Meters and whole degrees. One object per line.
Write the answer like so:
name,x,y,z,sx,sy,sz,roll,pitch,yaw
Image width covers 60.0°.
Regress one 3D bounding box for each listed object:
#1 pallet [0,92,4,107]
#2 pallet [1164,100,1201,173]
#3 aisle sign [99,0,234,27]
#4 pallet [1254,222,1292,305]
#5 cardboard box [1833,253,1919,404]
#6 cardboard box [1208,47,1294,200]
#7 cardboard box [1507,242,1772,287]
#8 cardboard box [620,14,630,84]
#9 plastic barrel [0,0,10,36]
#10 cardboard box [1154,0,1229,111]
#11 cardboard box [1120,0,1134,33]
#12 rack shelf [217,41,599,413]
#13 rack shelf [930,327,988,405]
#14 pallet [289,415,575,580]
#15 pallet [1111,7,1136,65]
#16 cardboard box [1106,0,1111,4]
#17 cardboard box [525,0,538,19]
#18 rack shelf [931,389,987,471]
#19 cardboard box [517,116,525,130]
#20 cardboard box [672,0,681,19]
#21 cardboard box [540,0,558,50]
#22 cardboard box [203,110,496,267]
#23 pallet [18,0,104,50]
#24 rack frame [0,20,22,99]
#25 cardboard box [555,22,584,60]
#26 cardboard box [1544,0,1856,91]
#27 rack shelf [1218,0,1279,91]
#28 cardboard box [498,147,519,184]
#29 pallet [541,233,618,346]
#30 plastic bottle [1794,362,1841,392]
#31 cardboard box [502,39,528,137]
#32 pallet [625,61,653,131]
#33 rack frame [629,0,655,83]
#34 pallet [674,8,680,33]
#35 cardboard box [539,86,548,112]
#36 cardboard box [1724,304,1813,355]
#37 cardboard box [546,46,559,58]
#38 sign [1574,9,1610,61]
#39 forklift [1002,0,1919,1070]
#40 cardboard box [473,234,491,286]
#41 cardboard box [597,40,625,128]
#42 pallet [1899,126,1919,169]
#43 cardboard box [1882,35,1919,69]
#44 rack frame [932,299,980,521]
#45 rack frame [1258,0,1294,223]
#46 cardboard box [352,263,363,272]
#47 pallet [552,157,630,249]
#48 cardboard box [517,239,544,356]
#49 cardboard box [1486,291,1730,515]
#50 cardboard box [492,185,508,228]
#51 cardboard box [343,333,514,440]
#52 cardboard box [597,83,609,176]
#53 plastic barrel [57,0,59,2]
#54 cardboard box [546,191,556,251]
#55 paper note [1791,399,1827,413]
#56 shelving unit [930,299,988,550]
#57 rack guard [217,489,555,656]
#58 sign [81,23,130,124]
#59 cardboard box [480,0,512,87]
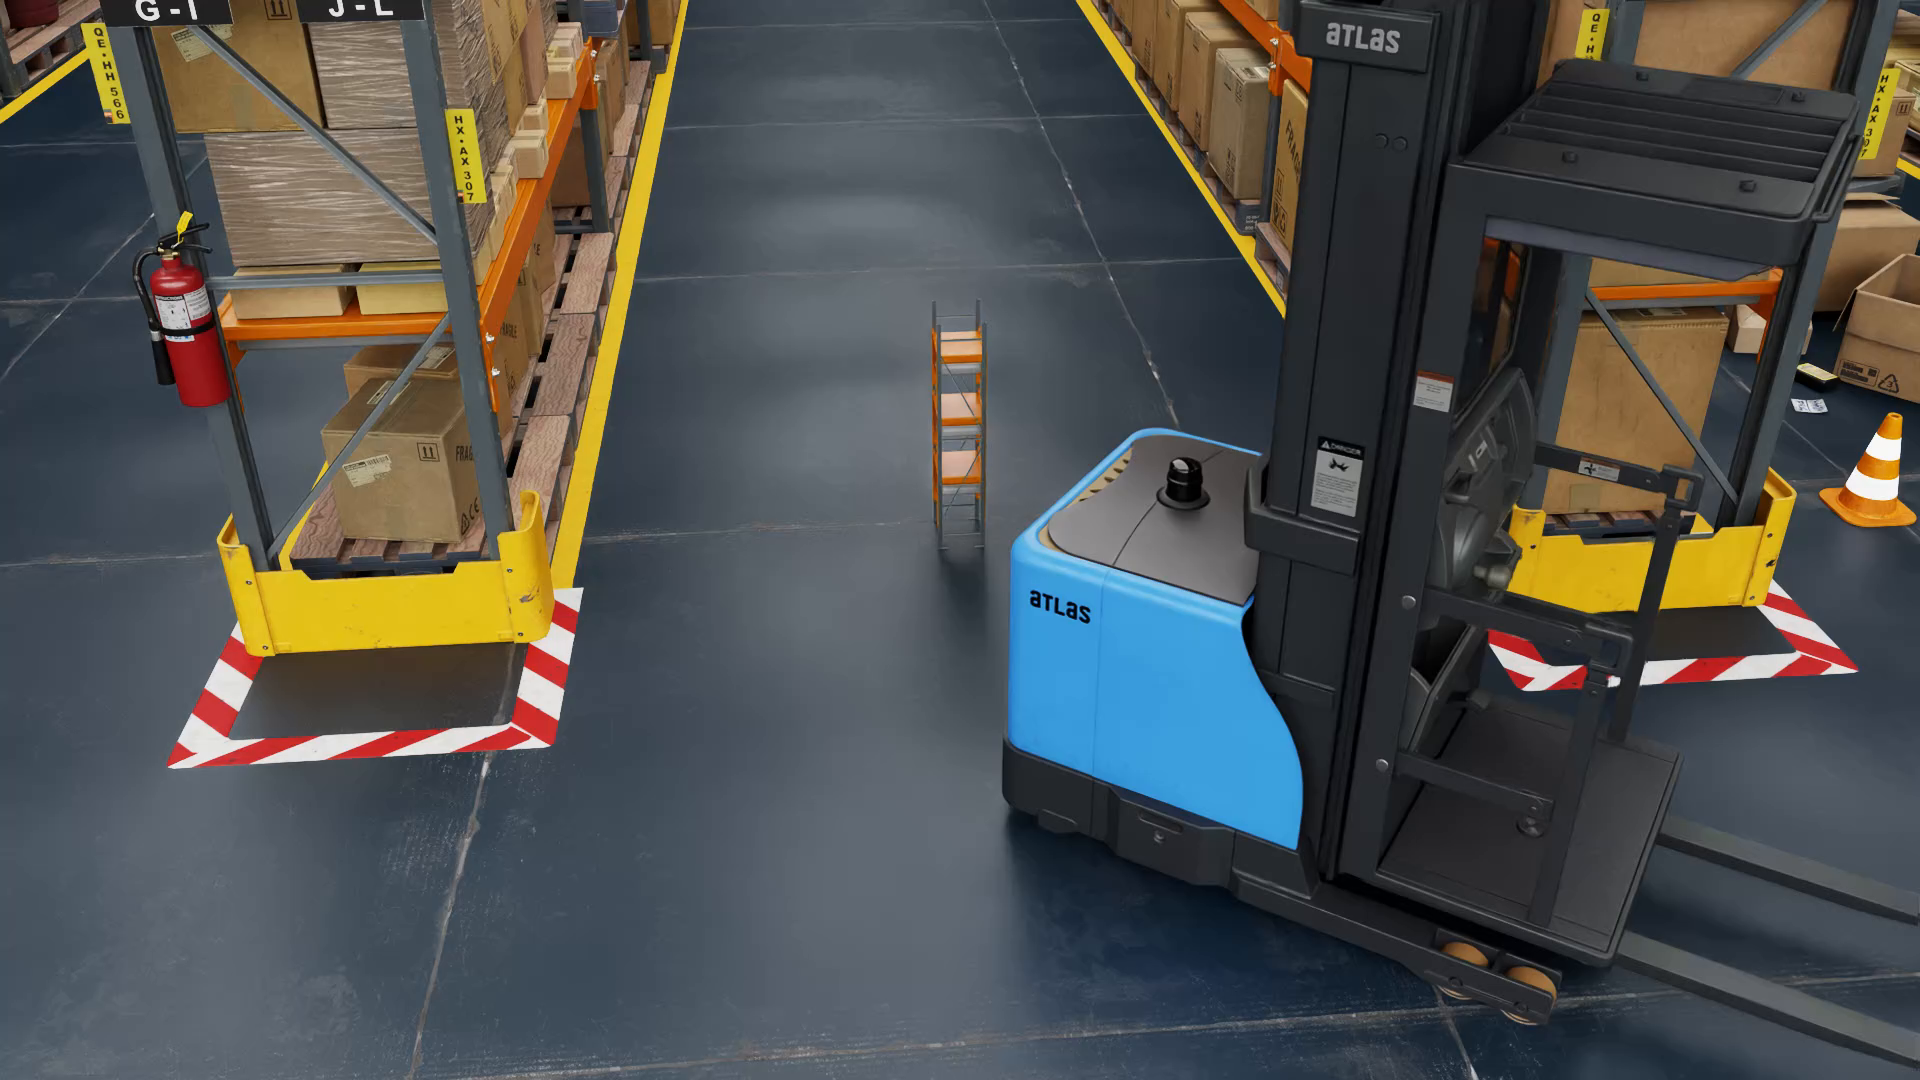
pallet,-7.871,-3.160,12.335,1.003,0.211,1.213,-3,31,-5
pallet,2.083,-2.954,11.989,1.003,0.211,1.213,-3,31,-5
aisle sign,-2.519,-1.978,5.101,0.394,0.787,0.004,-3,31,-5
pallet,2.341,-1.547,9.634,1.003,0.211,1.213,-3,31,-5
cardboard box,4.955,-1.086,8.578,0.637,0.503,0.797,27,40,37
cardboard box,2.200,-2.663,10.568,1.050,0.750,0.750,-3,31,-5
cardboard box,2.642,-1.346,6.431,0.875,0.550,0.550,-3,31,-5
cardboard box,-2.891,-3.767,12.640,0.700,0.500,0.500,-4,31,-7
plastic barrel,-8.110,-4.400,13.708,0.421,0.512,0.421,0,31,0
cardboard box,2.026,-3.631,12.189,1.050,0.750,0.750,-2,31,-4
cardboard box,1.652,-4.609,14.069,0.500,0.500,0.500,-3,31,-5
rack shelf,-2.413,-1.620,7.739,1.077,0.370,4.000,-3,31,-5
rack shelf,-0.005,-0.713,6.886,0.215,0.259,0.240,-3,31,-5
pallet,-2.274,-0.166,7.322,1.003,0.211,1.213,-3,31,-5
pallet,1.902,-4.380,14.377,1.003,0.211,1.213,-3,31,-5
cardboard box,1.542,-5.143,14.964,0.500,0.500,0.500,-4,31,-7
cardboard box,-2.147,-2.567,7.261,0.500,0.500,0.500,-3,31,-5
rack shelf,-0.005,-0.469,7.032,0.215,0.259,0.240,-3,31,-5
cardboard box,-2.215,-1.849,7.665,0.380,0.149,0.250,-3,31,-5
cardboard box,-3.093,-5.069,14.474,1.225,0.875,0.875,-3,31,-4
cardboard box,-2.620,-2.888,8.772,0.875,0.500,0.500,-3,31,-5
cardboard box,-2.250,-1.361,6.215,0.875,0.500,0.500,-3,31,-5
pallet,-8.131,-4.580,14.712,1.003,0.211,1.213,-3,31,-5
rack frame,-7.905,-4.755,12.286,1.000,3.000,0.127,-3,31,-5
cardboard box,-2.287,-2.747,9.168,0.380,0.149,0.250,-3,31,-5
cardboard box,2.725,-1.813,6.161,0.875,0.550,0.550,-3,31,-5
rack shelf,2.161,-3.848,11.469,1.077,0.370,4.000,-3,31,-5
cardboard box,-2.139,-1.595,7.240,0.380,0.149,0.250,-3,31,-5
pallet,-2.502,-1.412,9.408,1.003,0.211,1.213,-3,31,-5
plastic bottle,4.403,-0.858,8.627,0.133,0.061,0.283,-14,33,-22
cardboard box,-2.455,-2.123,7.492,0.875,0.500,0.500,-3,31,-5
pallet,-2.902,-3.396,12.730,1.003,0.211,1.213,-3,31,-5
rack frame,-2.974,-4.992,12.683,1.000,3.000,0.127,-3,31,-5
pallet,-3.083,-4.823,15.118,1.003,0.211,1.213,-3,31,-5
cardboard box,-2.220,-2.106,8.096,0.380,0.149,0.250,-3,31,-5
cardboard box,4.342,-1.173,8.955,0.396,0.266,0.258,2,31,4
cardboard box,-2.310,-2.488,8.735,0.380,0.149,0.250,-3,31,-5
sign,2.180,-1.674,5.767,0.100,0.325,0.005,-3,31,-5
forklift,1.673,-0.152,4.646,3.031,2.935,1.130,17,35,26
cardboard box,-2.020,-1.086,6.387,0.380,0.149,0.250,-3,31,-5
cardboard box,-2.767,-3.195,11.683,0.700,0.500,0.500,0,31,0
pallet,7.192,-2.625,11.439,1.003,0.211,1.213,-3,31,-5
cardboard box,7.078,-3.467,12.281,0.950,0.372,0.625,-2,31,-3
rack frame,-0.016,-0.540,7.131,0.200,1.050,0.008,-3,31,-5
rack frame,2.348,-3.136,9.575,1.000,3.000,0.127,-3,31,-5
cardboard box,-2.481,-1.063,6.350,0.380,0.149,0.250,-3,31,-5
pallet,-2.674,-2.150,10.644,1.003,0.211,1.213,-3,31,-5
cardboard box,-2.405,-1.246,8.439,0.500,0.500,0.500,-5,31,-9
cardboard box,2.592,-0.705,7.168,0.875,0.875,0.875,-3,31,-4
cardboard box,-2.072,-1.341,6.814,0.380,0.149,0.250,-3,31,-5
cardboard box,-2.358,-0.638,7.421,0.500,0.500,0.500,5,31,8
cardboard box,-2.662,-2.625,10.728,0.700,0.500,0.500,-3,31,-5
plastic barrel,-8.215,-4.977,14.673,0.421,0.512,0.421,0,31,0
cardboard box,-2.603,-1.851,9.452,0.500,0.500,0.500,-4,31,-6
paper note,4.269,-0.679,8.359,0.144,0.017,0.142,8,32,13
shelving unit,-0.005,-0.478,7.027,0.215,1.050,0.252,-3,31,-5
rack guard,-2.234,0.126,6.551,1.175,0.500,0.348,-3,31,-5
sign,-2.781,-1.524,5.439,0.100,0.325,0.005,-3,31,-5
cardboard box,-2.046,-2.057,6.406,0.500,0.500,0.500,-3,31,-5
